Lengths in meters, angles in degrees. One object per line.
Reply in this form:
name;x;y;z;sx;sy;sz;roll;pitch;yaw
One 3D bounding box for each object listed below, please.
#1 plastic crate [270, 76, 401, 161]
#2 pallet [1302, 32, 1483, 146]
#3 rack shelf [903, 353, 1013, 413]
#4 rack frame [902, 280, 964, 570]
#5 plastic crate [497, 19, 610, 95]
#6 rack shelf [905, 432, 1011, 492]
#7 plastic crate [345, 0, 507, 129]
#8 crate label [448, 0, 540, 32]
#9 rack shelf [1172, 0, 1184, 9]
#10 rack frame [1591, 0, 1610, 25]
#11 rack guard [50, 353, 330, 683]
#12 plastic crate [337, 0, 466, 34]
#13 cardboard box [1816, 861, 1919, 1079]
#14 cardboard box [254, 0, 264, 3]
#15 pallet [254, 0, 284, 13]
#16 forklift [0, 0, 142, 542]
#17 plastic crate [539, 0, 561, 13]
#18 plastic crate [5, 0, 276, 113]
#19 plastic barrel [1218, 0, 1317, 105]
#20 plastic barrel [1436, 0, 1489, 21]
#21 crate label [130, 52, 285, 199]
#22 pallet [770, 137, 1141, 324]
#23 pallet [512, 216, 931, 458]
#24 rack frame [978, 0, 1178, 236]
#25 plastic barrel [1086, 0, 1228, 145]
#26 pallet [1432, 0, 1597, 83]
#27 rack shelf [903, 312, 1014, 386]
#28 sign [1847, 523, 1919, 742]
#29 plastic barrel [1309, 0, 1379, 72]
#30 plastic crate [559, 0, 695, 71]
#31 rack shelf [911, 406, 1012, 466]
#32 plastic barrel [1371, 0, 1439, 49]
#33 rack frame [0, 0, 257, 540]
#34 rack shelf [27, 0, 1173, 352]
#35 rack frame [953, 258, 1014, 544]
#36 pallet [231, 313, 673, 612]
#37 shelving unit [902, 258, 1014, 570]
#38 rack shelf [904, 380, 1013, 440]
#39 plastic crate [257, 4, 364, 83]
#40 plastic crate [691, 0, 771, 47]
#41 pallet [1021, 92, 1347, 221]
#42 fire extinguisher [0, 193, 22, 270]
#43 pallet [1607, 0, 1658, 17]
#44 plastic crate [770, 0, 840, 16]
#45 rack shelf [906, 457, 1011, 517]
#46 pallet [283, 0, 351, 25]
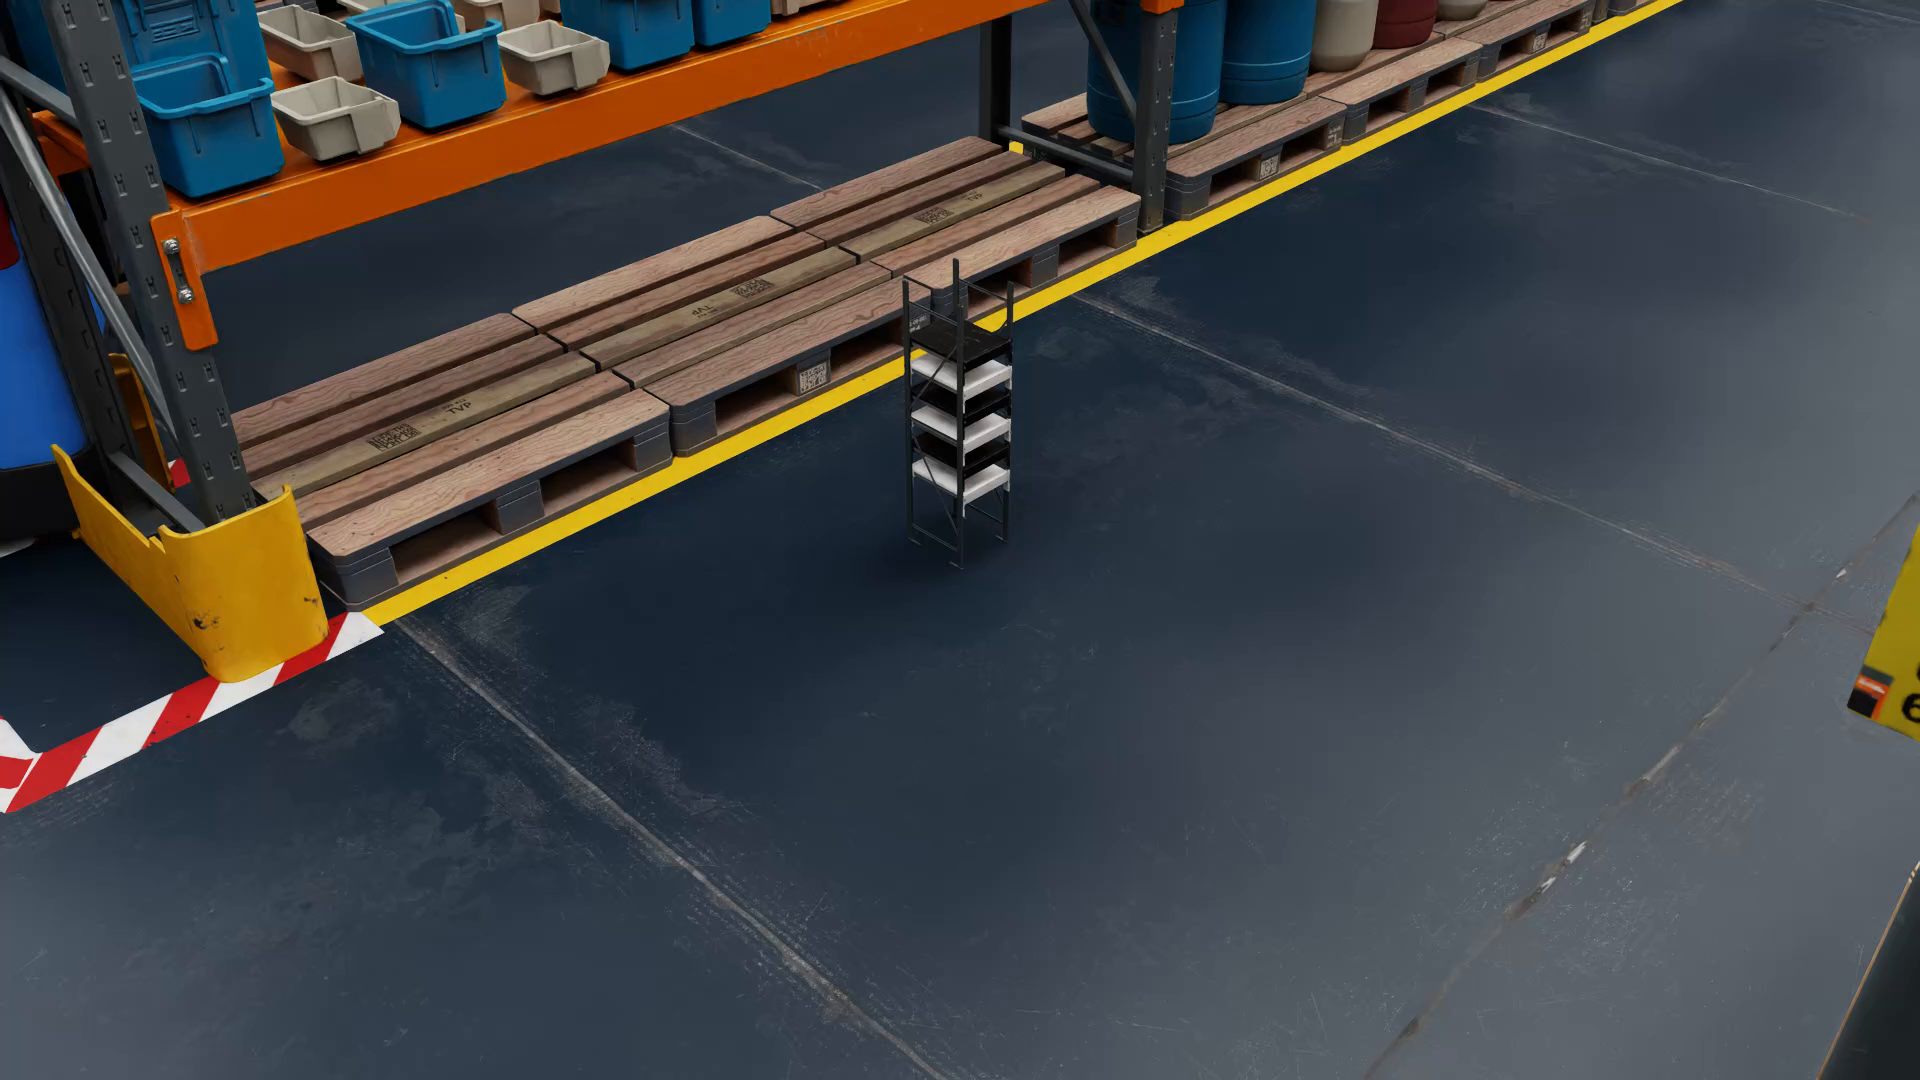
plastic crate;-1.648;-1.113;4.402;0.250;0.136;0.298;30;45;35
pallet;1.910;-2.406;8.516;1.003;0.211;1.213;30;45;35
rack shelf;-0.006;-0.486;4.904;0.258;0.077;0.200;30;45;35
rack frame;-0.077;-0.325;4.929;0.240;0.900;0.006;30;45;35
plastic crate;-1.170;-1.388;4.797;0.250;0.136;0.298;30;45;35
rack shelf;-0.006;-0.265;5.058;0.258;0.077;0.200;30;45;35
plastic crate;-1.469;-1.323;4.619;0.416;0.233;0.300;30;45;35
crate label;-1.501;-1.687;5.225;0.396;0.136;0.243;30;45;35
rack shelf;1.887;-3.273;7.949;1.077;0.370;4.000;30;45;35
rack frame;3.296;-4.380;8.908;1.000;3.000;0.127;30;45;35
rack guard;-2.348;-0.092;4.945;1.175;0.500;0.348;30;45;35
plastic crate;-1.680;-1.565;5.049;0.396;0.136;0.243;30;45;35
cardboard box;1.294;0.533;1.776;0.500;0.500;0.500;-28;44;-34
cardboard box;-4.193;-3.452;9.068;0.875;0.875;0.875;30;45;35
pallet;-4.488;-2.834;9.129;1.003;0.211;1.213;30;45;35
forklift;-3.651;-1.913;5.431;1.130;2.935;3.031;-12;37;-16
plastic crate;-1.306;-1.815;5.408;0.298;0.136;0.250;30;45;35
plastic crate;-2.237;-1.383;4.527;0.616;0.435;0.499;30;45;35
plastic barrel;1.372;-2.569;7.779;0.600;0.901;0.708;30;45;35
plastic barrel;2.629;-3.061;8.824;0.421;0.512;0.421;0;35;0
crate label;-1.933;-1.056;4.235;0.416;0.233;0.303;30;45;35
pallet;-0.013;-1.298;6.927;1.003;0.211;1.213;30;45;35
pallet;-0.873;-0.800;6.213;1.003;0.211;1.213;30;45;35
rack frame;0.478;-2.756;6.580;1.000;3.000;0.127;30;45;35
plastic barrel;0.873;-2.282;7.366;0.600;0.901;0.708;30;45;35
pallet;2.770;-2.899;9.223;1.003;0.211;1.213;30;45;35
rack shelf;-0.006;-0.560;4.852;0.258;0.077;0.200;30;45;35
sign;0.792;0.029;1.297;0.100;0.325;0.005;30;45;35
plastic barrel;1.833;-2.602;8.167;0.421;0.512;0.421;0;35;0
plastic crate;-1.005;-1.590;5.002;0.416;0.233;0.300;30;45;35
rack shelf;-0.006;-0.338;5.007;0.258;0.077;0.200;30;45;35
plastic barrel;2.168;-2.899;8.526;0.600;0.588;0.708;30;45;35
rack frame;-2.341;-1.132;4.251;1.000;3.000;0.127;30;45;35
rack shelf;-0.932;-1.649;5.621;1.077;0.370;4.000;30;45;35
rack frame;0.066;-0.407;5.047;0.240;0.900;0.006;30;45;35
pallet;-1.732;-0.308;5.507;1.003;0.211;1.213;30;45;35
shelving unit;-0.006;-0.366;4.988;0.258;0.900;0.210;30;45;35
rack shelf;-0.006;-0.412;4.955;0.258;0.077;0.200;30;45;35
plastic crate;-1.895;-1.453;4.889;0.396;0.136;0.243;30;45;35
plastic crate;-0.794;-1.712;5.177;0.416;0.233;0.300;30;45;35
pallet;1.051;-1.909;7.802;1.003;0.211;1.213;30;45;35
fire extinguisher;-2.769;-1.069;4.555;0.296;0.674;0.183;30;45;35
pallet;3.869;-3.535;10.134;1.003;0.211;1.213;30;45;35
plastic crate;-0.536;-1.844;5.451;0.293;0.136;0.466;30;45;35
rack shelf;-0.006;-0.191;5.110;0.258;0.077;0.200;30;45;35
pallet;-3.629;-3.331;9.842;1.003;0.211;1.213;30;45;35
